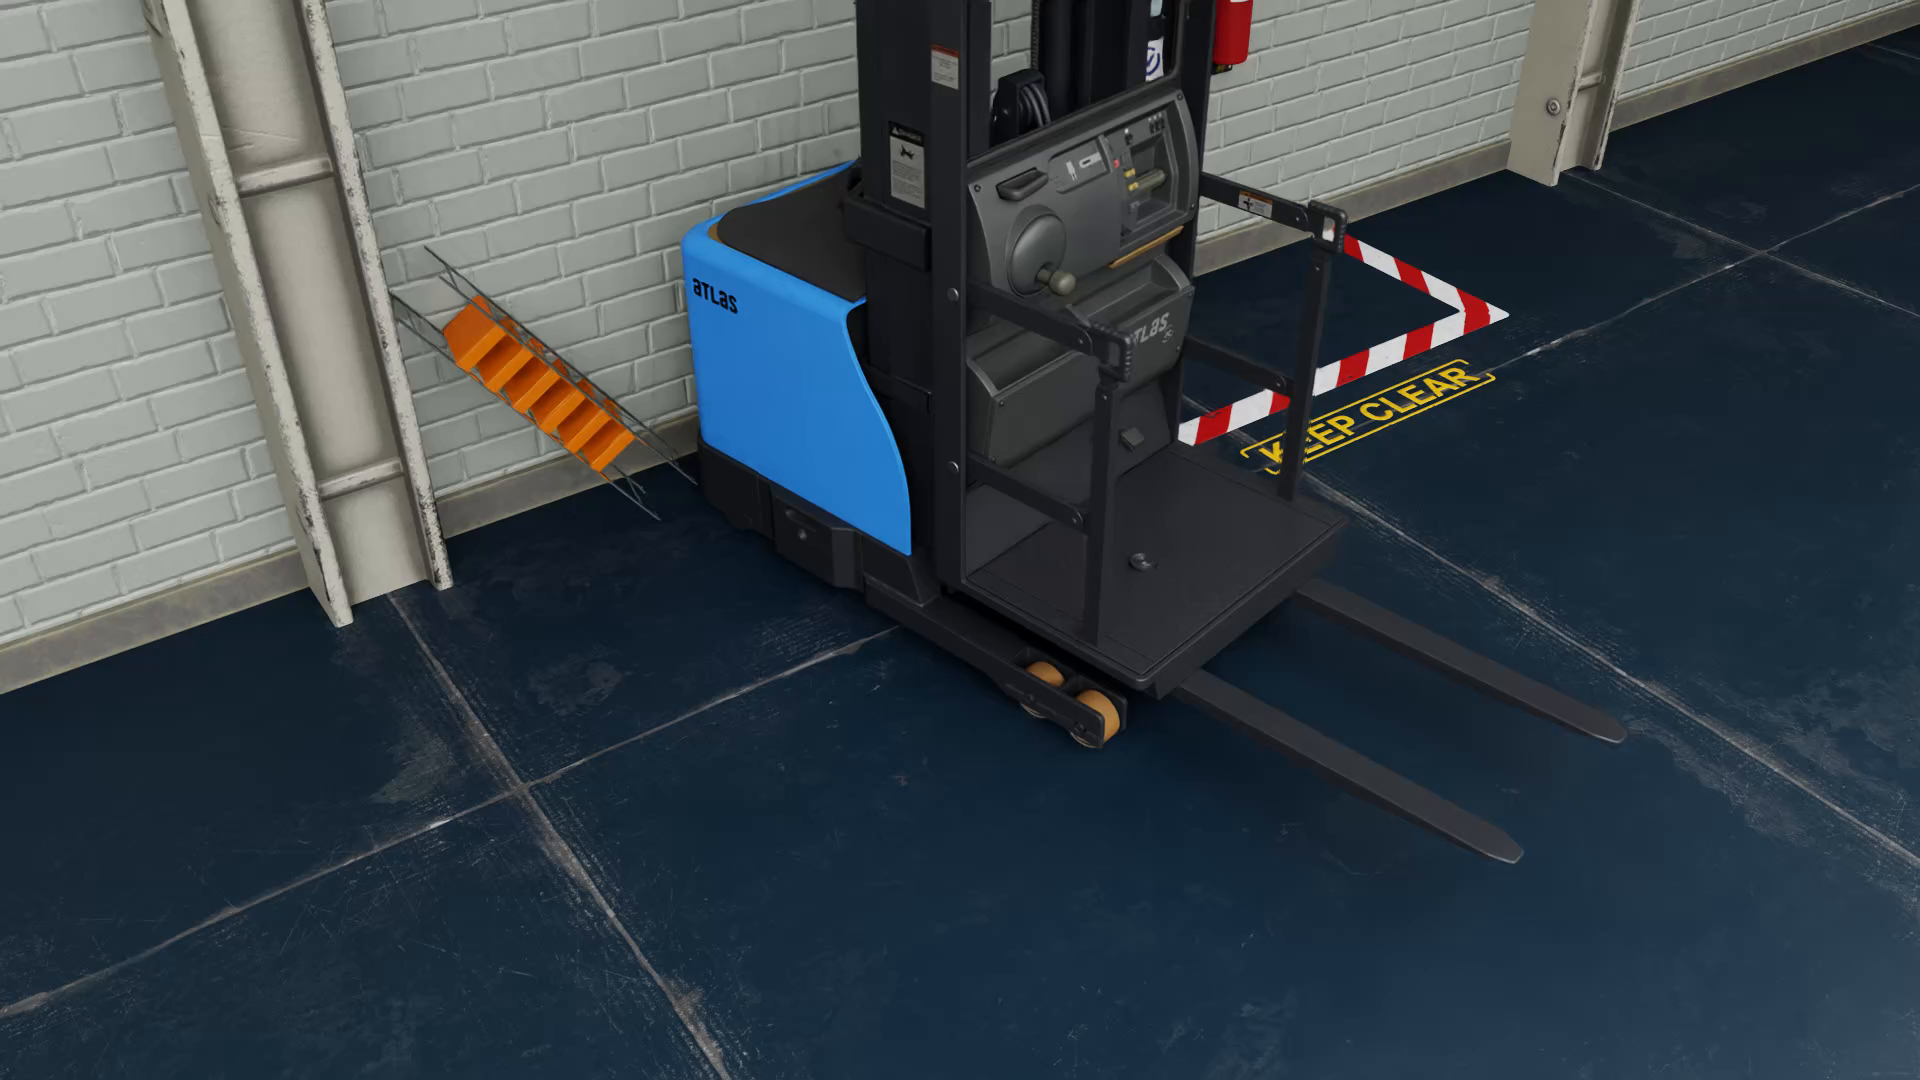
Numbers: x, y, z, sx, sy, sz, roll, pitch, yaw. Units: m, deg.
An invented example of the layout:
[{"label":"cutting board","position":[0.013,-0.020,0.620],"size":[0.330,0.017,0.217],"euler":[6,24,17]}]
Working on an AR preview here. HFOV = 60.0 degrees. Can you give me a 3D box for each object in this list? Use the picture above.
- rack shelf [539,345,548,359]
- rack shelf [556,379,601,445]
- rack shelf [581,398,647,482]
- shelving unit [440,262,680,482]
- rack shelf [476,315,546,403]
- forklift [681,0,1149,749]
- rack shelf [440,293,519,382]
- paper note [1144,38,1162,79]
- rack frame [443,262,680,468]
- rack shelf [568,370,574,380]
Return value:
[{"label":"rack shelf","position":[-1.414,-0.540,5.448],"size":[0.166,0.020,0.199],"euler":[-44,43,4]},{"label":"rack shelf","position":[-1.288,-0.424,5.606],"size":[0.171,0.034,0.221],"euler":[-44,43,4]},{"label":"rack shelf","position":[-1.208,-0.350,5.705],"size":[0.180,0.103,0.258],"euler":[-44,43,4]},{"label":"shelving unit","position":[-1.361,-0.494,5.513],"size":[0.183,1.046,0.258],"euler":[-44,43,4]},{"label":"rack shelf","position":[-1.468,-0.590,5.381],"size":[0.180,0.103,0.258],"euler":[-44,43,4]},{"label":"forklift","position":[0.518,-0.927,4.528],"size":[3.031,2.935,1.130],"euler":[28,44,33]},{"label":"rack shelf","position":[-1.533,-0.650,5.300],"size":[0.180,0.103,0.258],"euler":[-44,43,4]},{"label":"paper note","position":[0.744,-1.895,6.570],"size":[0.142,0.148,0.016],"euler":[-22,41,-28]},{"label":"rack frame","position":[-1.296,-0.555,5.506],"size":[0.002,1.046,0.228],"euler":[-44,43,4]},{"label":"rack shelf","position":[-1.349,-0.480,5.530],"size":[0.166,0.020,0.199],"euler":[-44,43,4]}]
